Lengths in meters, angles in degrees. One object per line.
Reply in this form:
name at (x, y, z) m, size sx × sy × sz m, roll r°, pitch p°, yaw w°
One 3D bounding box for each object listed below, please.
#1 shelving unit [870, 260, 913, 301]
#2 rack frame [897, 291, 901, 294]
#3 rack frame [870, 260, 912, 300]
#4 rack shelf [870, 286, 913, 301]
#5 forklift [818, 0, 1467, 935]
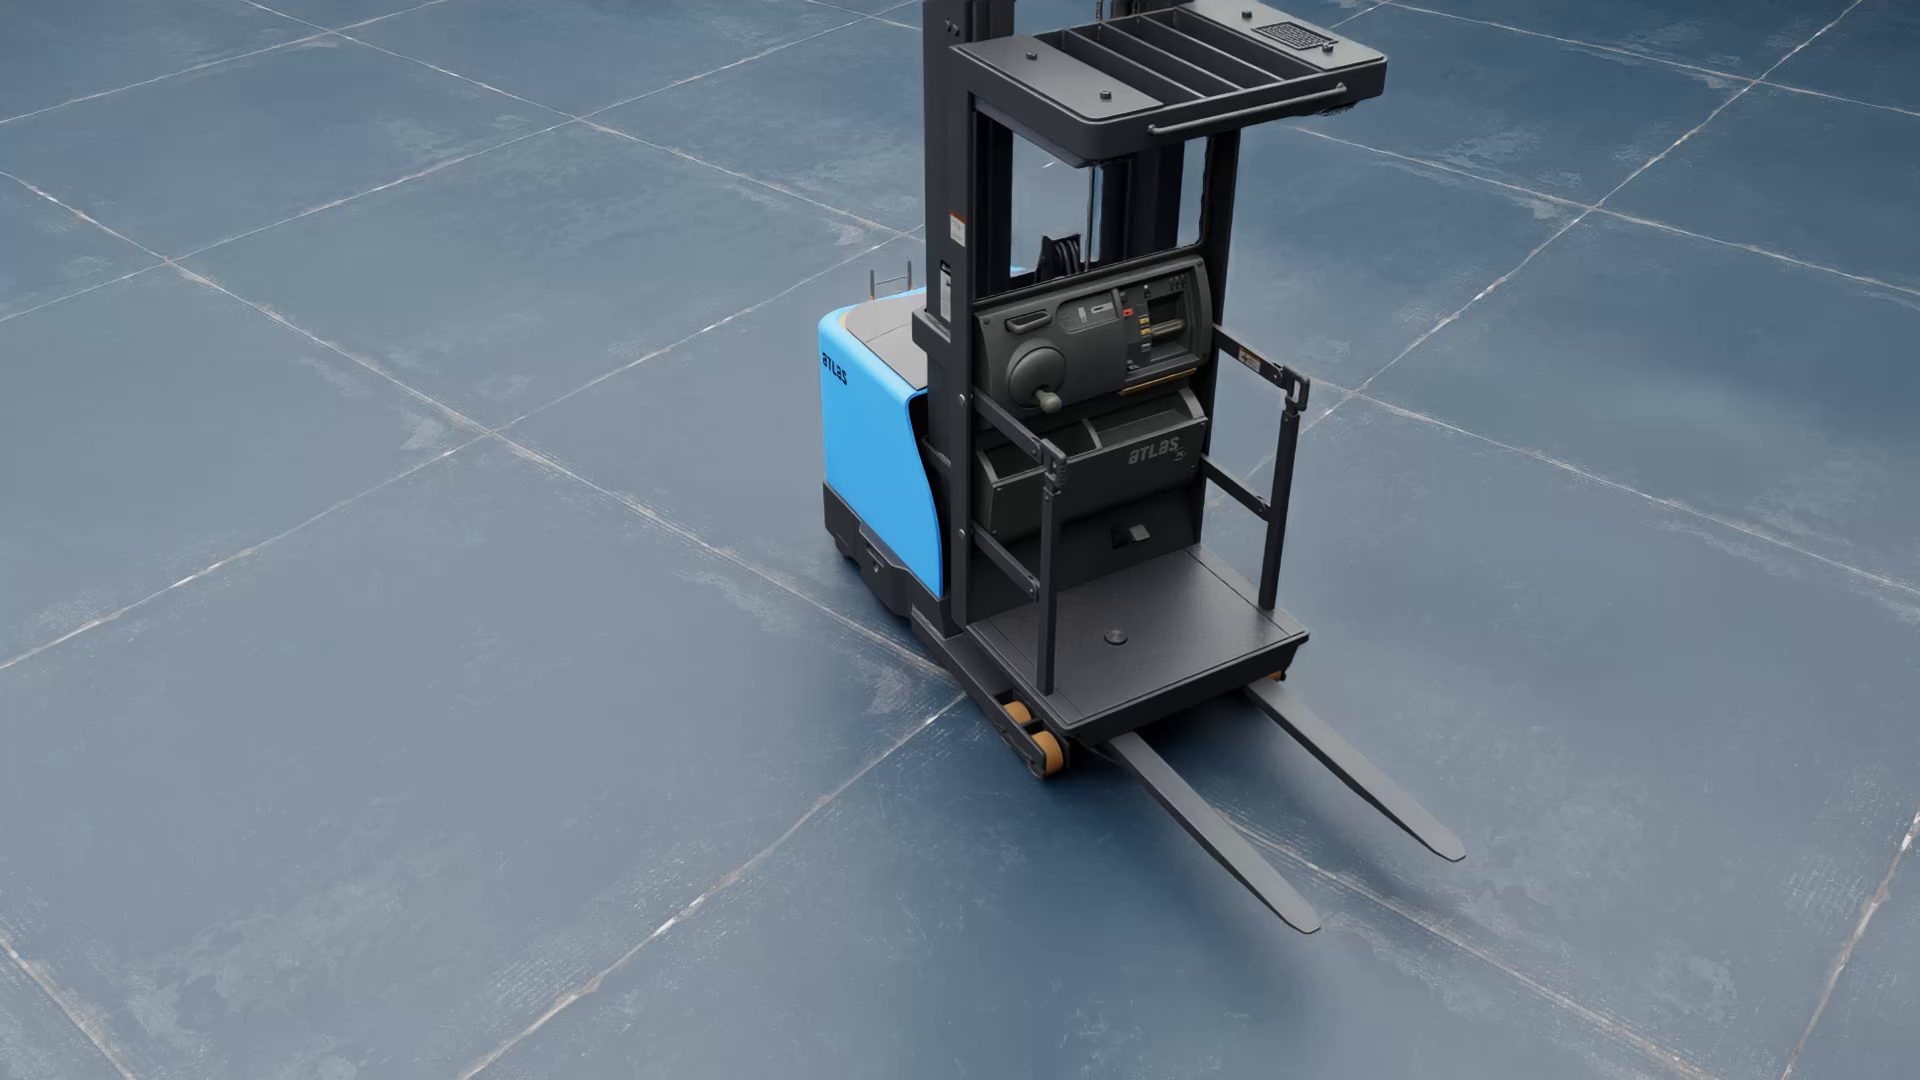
shelving unit at (-0.235, -0.681, 7.315) m, size 0.215 × 1.050 × 0.252 m, roll -18°, pitch 38°, yaw -25°
rack frame at (-0.173, -0.622, 7.228) m, size 0.200 × 1.050 × 0.008 m, roll -18°, pitch 38°, yaw -25°
rack frame at (-0.296, -0.741, 7.402) m, size 0.200 × 1.050 × 0.008 m, roll -18°, pitch 38°, yaw -25°
rack shelf at (-0.235, -0.906, 7.160) m, size 0.215 × 0.259 × 0.240 m, roll -18°, pitch 38°, yaw -25°
forklift at (0.590, -0.651, 5.609) m, size 1.130 × 2.935 × 3.031 m, roll -18°, pitch 38°, yaw -25°
